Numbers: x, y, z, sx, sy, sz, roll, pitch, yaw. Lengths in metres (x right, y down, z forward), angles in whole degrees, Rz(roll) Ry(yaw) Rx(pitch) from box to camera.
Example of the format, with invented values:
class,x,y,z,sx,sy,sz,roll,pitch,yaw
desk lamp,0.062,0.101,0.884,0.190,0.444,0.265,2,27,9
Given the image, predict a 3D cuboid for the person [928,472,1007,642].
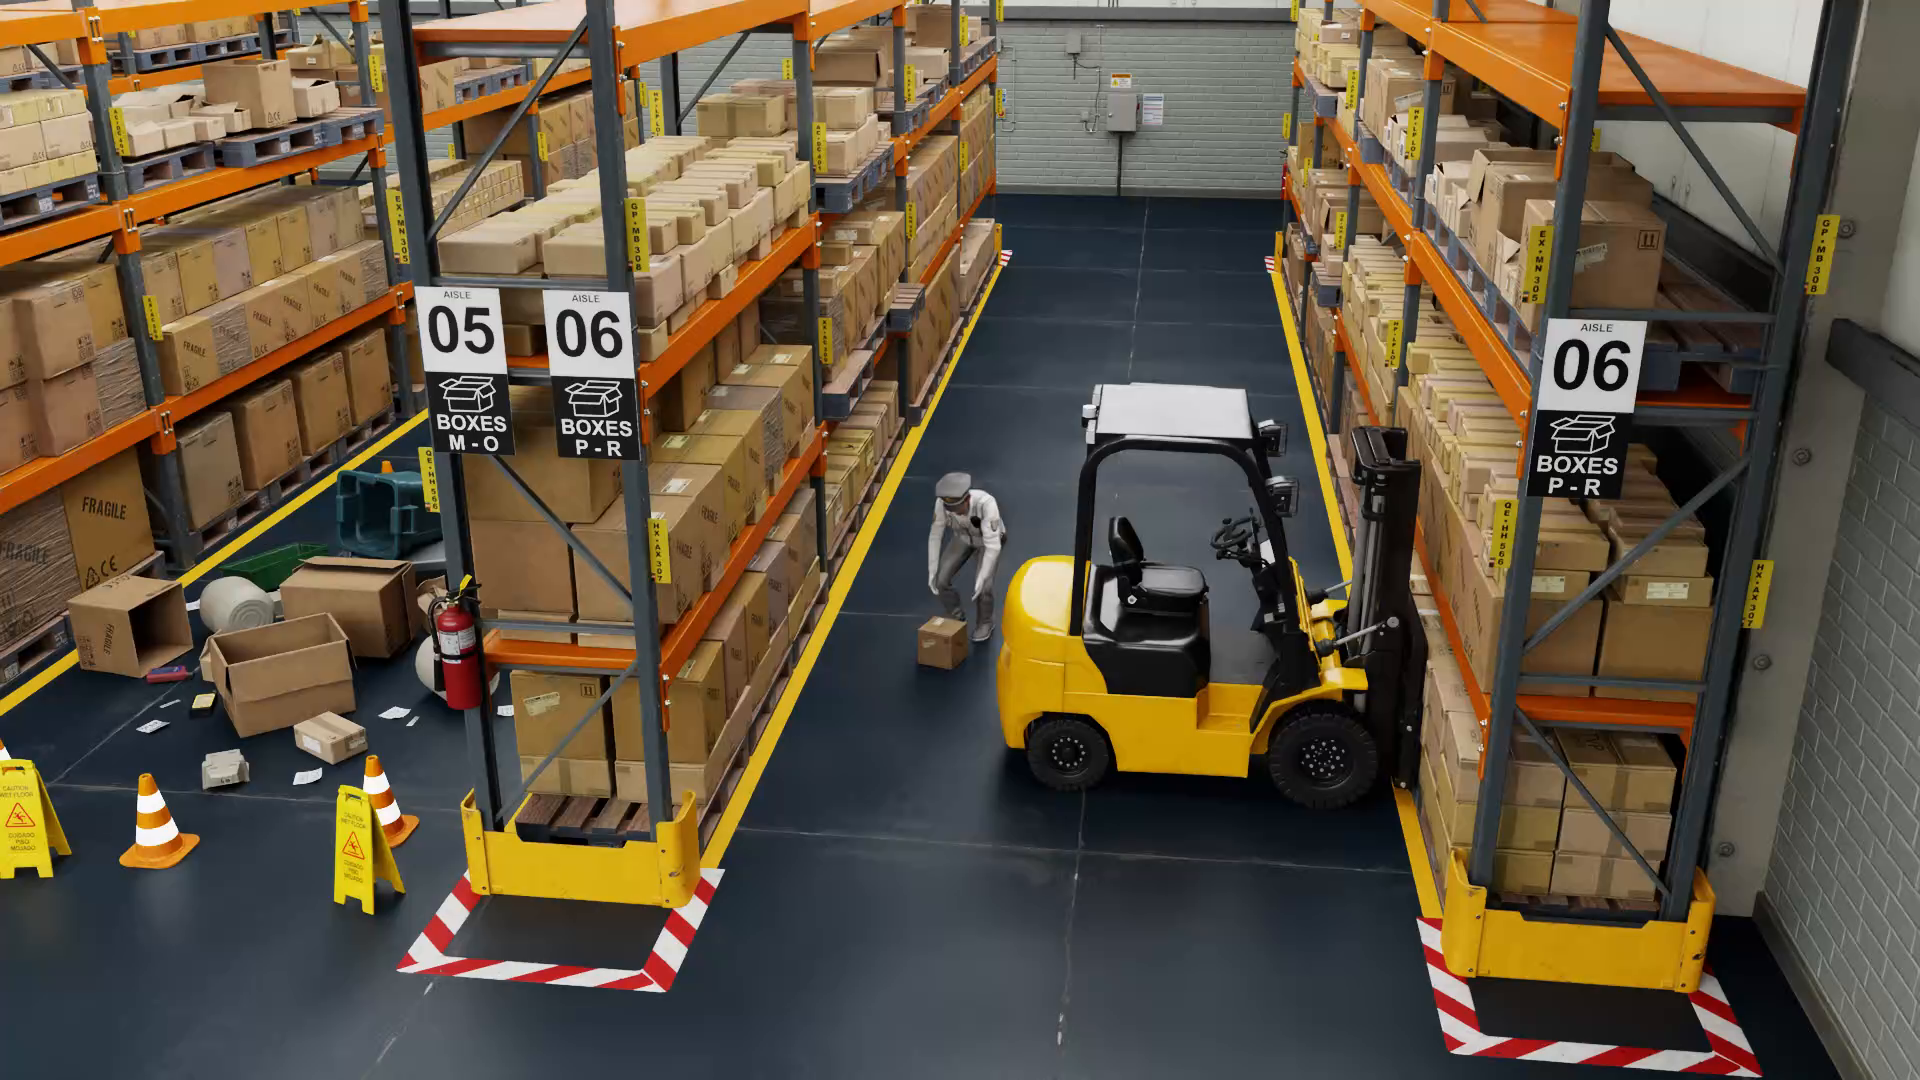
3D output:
class,x,y,z,sx,sy,sz,roll,pitch,yaw
person,0.069,0.084,11.428,0.531,1.263,0.764,10,23,24
